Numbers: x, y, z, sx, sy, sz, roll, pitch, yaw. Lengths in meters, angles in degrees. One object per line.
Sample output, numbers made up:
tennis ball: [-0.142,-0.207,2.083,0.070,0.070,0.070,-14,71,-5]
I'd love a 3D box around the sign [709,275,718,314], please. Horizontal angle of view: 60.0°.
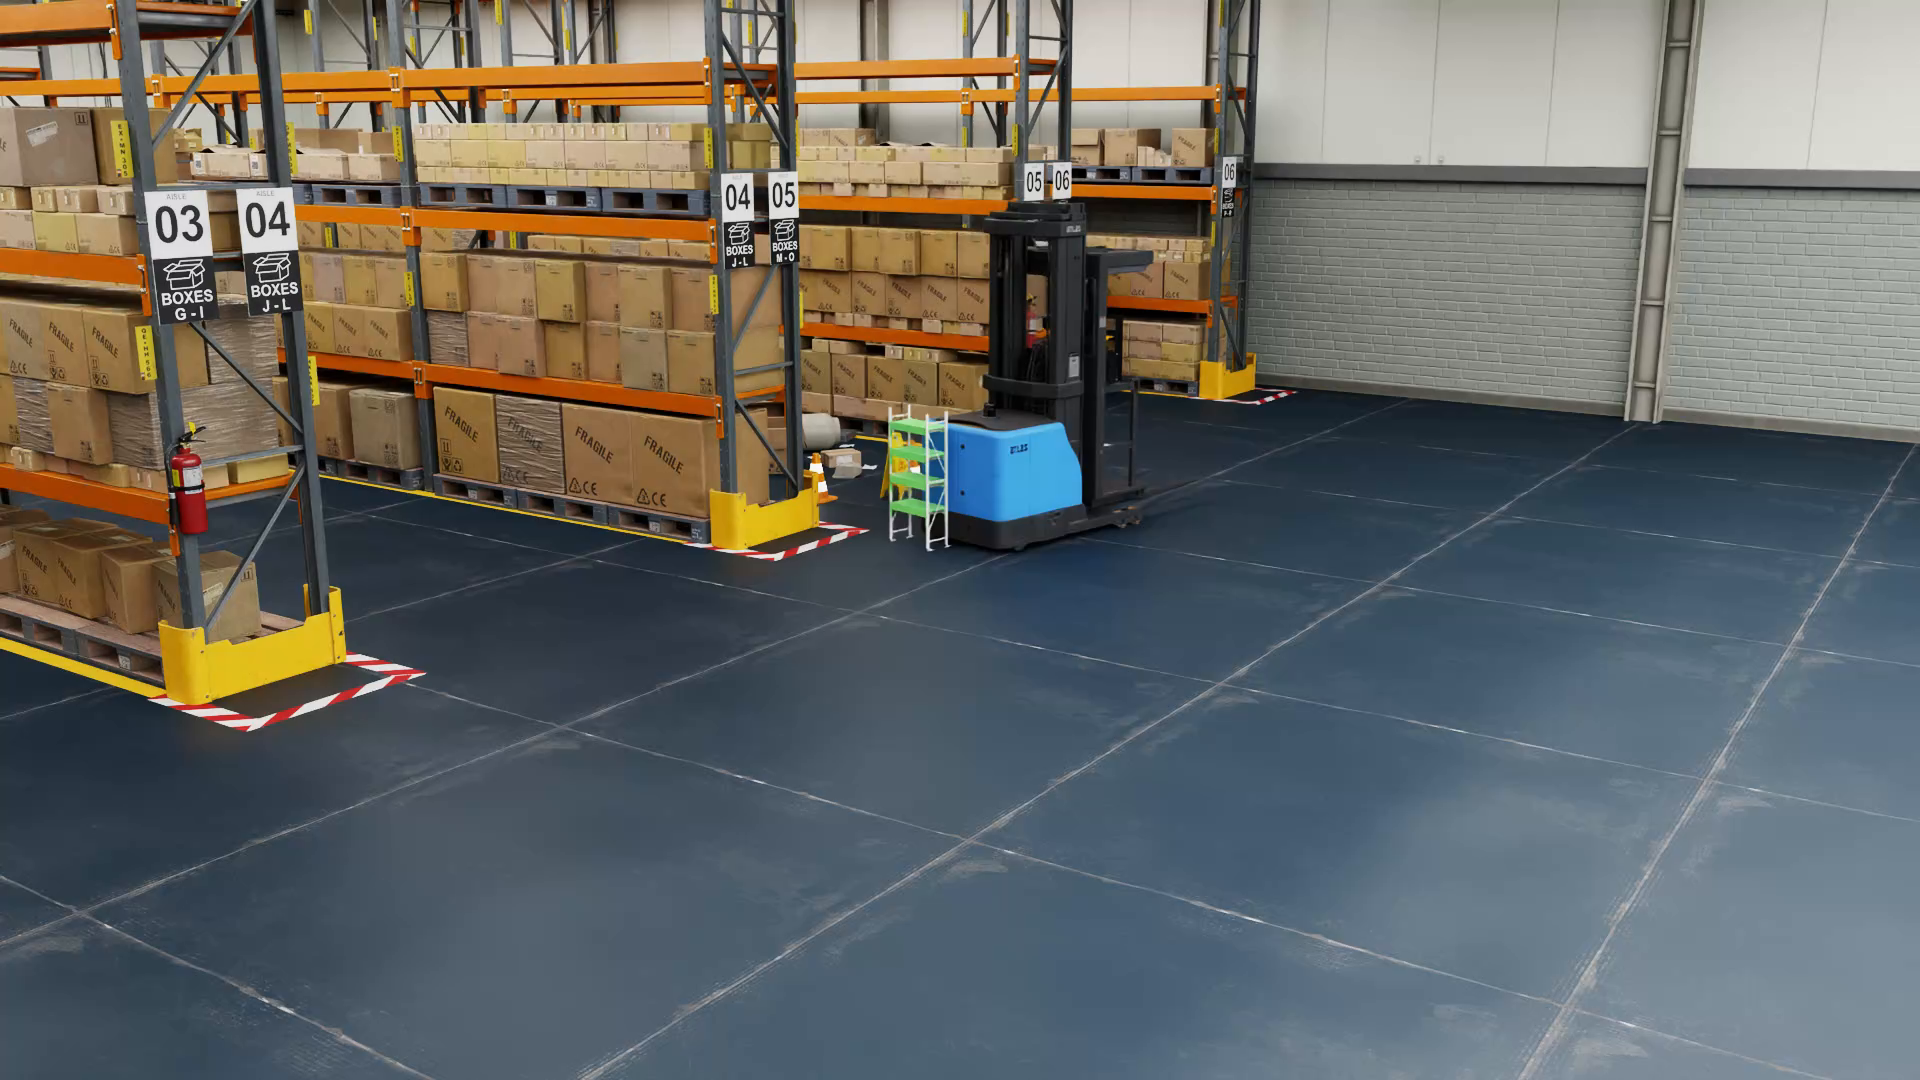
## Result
sign: [-2.078,-2.074,14.055,0.005,0.325,0.100,9,17,33]

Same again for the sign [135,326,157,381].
sign: [-4.942,-1.135,10.098,0.005,0.325,0.100,9,17,33]

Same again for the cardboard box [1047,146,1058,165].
cardboard box: [1.426,-5.414,23.406,0.258,0.266,0.396,9,16,31]

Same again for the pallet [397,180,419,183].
pallet: [-7.216,-5.166,23.600,1.213,0.211,1.003,10,17,35]

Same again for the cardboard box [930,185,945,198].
cardboard box: [-0.136,-3.946,18.802,0.250,0.149,0.380,9,17,33]

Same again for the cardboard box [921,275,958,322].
cardboard box: [-0.102,-2.782,18.993,0.500,0.500,0.500,9,17,33]

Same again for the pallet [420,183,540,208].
pallet: [-4.409,-3.341,16.018,1.213,0.211,1.003,9,17,33]

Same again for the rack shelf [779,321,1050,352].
rack shelf: [-0.744,-2.422,19.864,4.000,0.370,1.077,9,17,33]

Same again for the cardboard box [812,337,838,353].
cardboard box: [-1.567,-2.358,20.043,0.250,0.149,0.380,10,17,35]

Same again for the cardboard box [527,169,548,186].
cardboard box: [-3.708,-3.305,15.131,0.250,0.149,0.380,9,17,34]

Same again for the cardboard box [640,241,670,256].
cardboard box: [-3.752,-3.590,21.380,0.500,0.500,0.500,10,17,35]

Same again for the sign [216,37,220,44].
sign: [-12.046,-8.159,26.949,0.005,0.325,0.100,9,17,33]

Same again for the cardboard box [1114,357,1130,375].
cardboard box: [2.299,-2.500,23.529,0.500,0.250,0.500,9,17,33]

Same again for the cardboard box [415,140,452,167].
cardboard box: [-4.833,-3.698,15.888,0.500,0.250,0.500,9,17,33]

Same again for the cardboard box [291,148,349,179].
cardboard box: [-6.660,-3.896,17.179,0.500,0.311,0.500,8,16,31]

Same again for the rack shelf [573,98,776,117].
rack shelf: [-4.615,-7.203,27.525,4.000,0.370,1.077,9,17,33]

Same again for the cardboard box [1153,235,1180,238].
cardboard box: [2.901,-4.200,23.369,0.250,0.149,0.380,9,17,33]

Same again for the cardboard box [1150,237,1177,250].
cardboard box: [2.813,-4.064,22.821,0.250,0.149,0.380,10,17,34]

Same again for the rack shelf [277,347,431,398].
rack shelf: [-6.742,-1.958,17.989,4.000,0.370,1.077,9,17,33]

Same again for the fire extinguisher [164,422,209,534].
fire extinguisher: [-4.778,-0.383,10.288,0.183,0.674,0.296,9,17,33]

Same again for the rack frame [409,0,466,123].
rack frame: [-9.594,-8.551,30.641,0.127,3.000,1.000,9,17,33]

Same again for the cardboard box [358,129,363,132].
cardboard box: [-9.413,-5.990,25.248,0.500,0.500,0.500,10,17,34]

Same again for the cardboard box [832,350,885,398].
cardboard box: [-1.185,-2.001,19.951,0.500,0.500,0.500,10,17,36]

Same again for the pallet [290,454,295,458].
pallet: [-7.789,-1.101,18.833,1.213,0.211,1.003,9,17,33]

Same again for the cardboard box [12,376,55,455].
cardboard box: [-5.929,-0.918,11.464,0.500,0.500,0.875,9,17,33]

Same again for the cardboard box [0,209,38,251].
cardboard box: [-5.994,-2.062,10.978,0.500,0.250,0.500,10,17,34]

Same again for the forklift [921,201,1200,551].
forklift: [1.049,-1.609,15.223,3.031,2.935,1.130,-13,19,-43]

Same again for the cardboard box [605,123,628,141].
cardboard box: [-2.867,-3.557,14.487,0.250,0.149,0.380,10,17,34]

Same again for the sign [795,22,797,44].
sign: [-2.649,-8.120,26.625,0.005,0.325,0.100,9,17,33]

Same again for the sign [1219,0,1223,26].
sign: [3.368,-6.791,21.422,0.005,0.325,0.100,9,17,33]

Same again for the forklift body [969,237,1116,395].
forklift body: [1.091,-2.972,22.354,1.214,2.155,2.313,9,17,33]

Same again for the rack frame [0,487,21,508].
rack frame: [-7.934,-1.064,12.879,0.127,3.000,1.000,9,17,33]

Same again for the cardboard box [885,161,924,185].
cardboard box: [-0.509,-4.182,18.927,0.500,0.250,0.500,10,17,34]

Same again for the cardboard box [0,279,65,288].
cardboard box: [-6.992,-1.670,12.419,0.500,0.500,0.500,9,17,33]

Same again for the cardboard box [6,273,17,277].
cardboard box: [-11.416,-3.302,20.331,0.250,0.149,0.380,10,17,34]

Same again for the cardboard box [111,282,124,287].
cardboard box: [-9.489,-2.990,19.070,0.250,0.149,0.380,10,17,35]

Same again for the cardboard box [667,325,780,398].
cardboard box: [-2.097,-1.616,14.799,0.550,0.550,0.875,9,17,33]

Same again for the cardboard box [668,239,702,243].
cardboard box: [-3.492,-3.858,21.116,0.250,0.149,0.380,9,16,31]

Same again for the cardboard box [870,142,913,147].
cardboard box: [-1.010,-5.847,25.060,0.500,0.311,0.500,9,16,31]

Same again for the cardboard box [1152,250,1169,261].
cardboard box: [2.829,-3.923,22.871,0.250,0.149,0.380,10,17,34]

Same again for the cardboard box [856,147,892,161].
cardboard box: [-0.988,-4.462,19.226,0.250,0.149,0.380,10,17,34]

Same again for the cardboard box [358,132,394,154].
cardboard box: [-8.472,-5.645,24.061,0.500,0.500,0.500,9,16,32]

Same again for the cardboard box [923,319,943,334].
cardboard box: [-0.218,-2.468,19.073,0.250,0.149,0.380,10,17,34]

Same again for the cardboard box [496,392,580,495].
cardboard box: [-3.850,-0.993,16.142,0.875,0.875,0.875,9,17,33]

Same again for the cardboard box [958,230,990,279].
cardboard box: [0.370,-3.207,18.627,0.500,0.500,0.700,9,16,31]

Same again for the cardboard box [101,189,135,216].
cardboard box: [-5.020,-2.079,10.220,0.250,0.149,0.380,9,17,33]

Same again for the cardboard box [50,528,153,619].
cardboard box: [-6.148,0.234,11.964,0.500,0.500,0.500,11,18,38]

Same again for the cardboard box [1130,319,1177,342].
cardboard box: [2.699,-2.915,23.124,0.500,0.250,0.500,10,17,34]

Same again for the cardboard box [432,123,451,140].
cardboard box: [-4.758,-3.862,15.722,0.250,0.149,0.380,9,17,32]

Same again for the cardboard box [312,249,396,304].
cardboard box: [-6.345,-2.775,17.502,0.500,0.500,0.700,9,17,33]

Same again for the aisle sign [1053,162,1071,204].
aisle sign: [1.140,-3.819,18.598,0.004,0.787,0.394,9,17,33]

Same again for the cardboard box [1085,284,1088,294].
cardboard box: [1.854,-3.761,23.566,0.500,0.500,0.500,9,17,33]

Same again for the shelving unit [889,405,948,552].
shelving unit: [-0.364,-0.546,14.534,0.258,1.200,0.503,-12,19,-41]

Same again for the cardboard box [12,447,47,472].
cardboard box: [-6.270,-0.583,11.458,0.250,0.149,0.380,9,17,33]

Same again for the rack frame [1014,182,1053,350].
rack frame: [0.915,-2.503,18.694,0.127,3.000,1.000,9,17,33]
